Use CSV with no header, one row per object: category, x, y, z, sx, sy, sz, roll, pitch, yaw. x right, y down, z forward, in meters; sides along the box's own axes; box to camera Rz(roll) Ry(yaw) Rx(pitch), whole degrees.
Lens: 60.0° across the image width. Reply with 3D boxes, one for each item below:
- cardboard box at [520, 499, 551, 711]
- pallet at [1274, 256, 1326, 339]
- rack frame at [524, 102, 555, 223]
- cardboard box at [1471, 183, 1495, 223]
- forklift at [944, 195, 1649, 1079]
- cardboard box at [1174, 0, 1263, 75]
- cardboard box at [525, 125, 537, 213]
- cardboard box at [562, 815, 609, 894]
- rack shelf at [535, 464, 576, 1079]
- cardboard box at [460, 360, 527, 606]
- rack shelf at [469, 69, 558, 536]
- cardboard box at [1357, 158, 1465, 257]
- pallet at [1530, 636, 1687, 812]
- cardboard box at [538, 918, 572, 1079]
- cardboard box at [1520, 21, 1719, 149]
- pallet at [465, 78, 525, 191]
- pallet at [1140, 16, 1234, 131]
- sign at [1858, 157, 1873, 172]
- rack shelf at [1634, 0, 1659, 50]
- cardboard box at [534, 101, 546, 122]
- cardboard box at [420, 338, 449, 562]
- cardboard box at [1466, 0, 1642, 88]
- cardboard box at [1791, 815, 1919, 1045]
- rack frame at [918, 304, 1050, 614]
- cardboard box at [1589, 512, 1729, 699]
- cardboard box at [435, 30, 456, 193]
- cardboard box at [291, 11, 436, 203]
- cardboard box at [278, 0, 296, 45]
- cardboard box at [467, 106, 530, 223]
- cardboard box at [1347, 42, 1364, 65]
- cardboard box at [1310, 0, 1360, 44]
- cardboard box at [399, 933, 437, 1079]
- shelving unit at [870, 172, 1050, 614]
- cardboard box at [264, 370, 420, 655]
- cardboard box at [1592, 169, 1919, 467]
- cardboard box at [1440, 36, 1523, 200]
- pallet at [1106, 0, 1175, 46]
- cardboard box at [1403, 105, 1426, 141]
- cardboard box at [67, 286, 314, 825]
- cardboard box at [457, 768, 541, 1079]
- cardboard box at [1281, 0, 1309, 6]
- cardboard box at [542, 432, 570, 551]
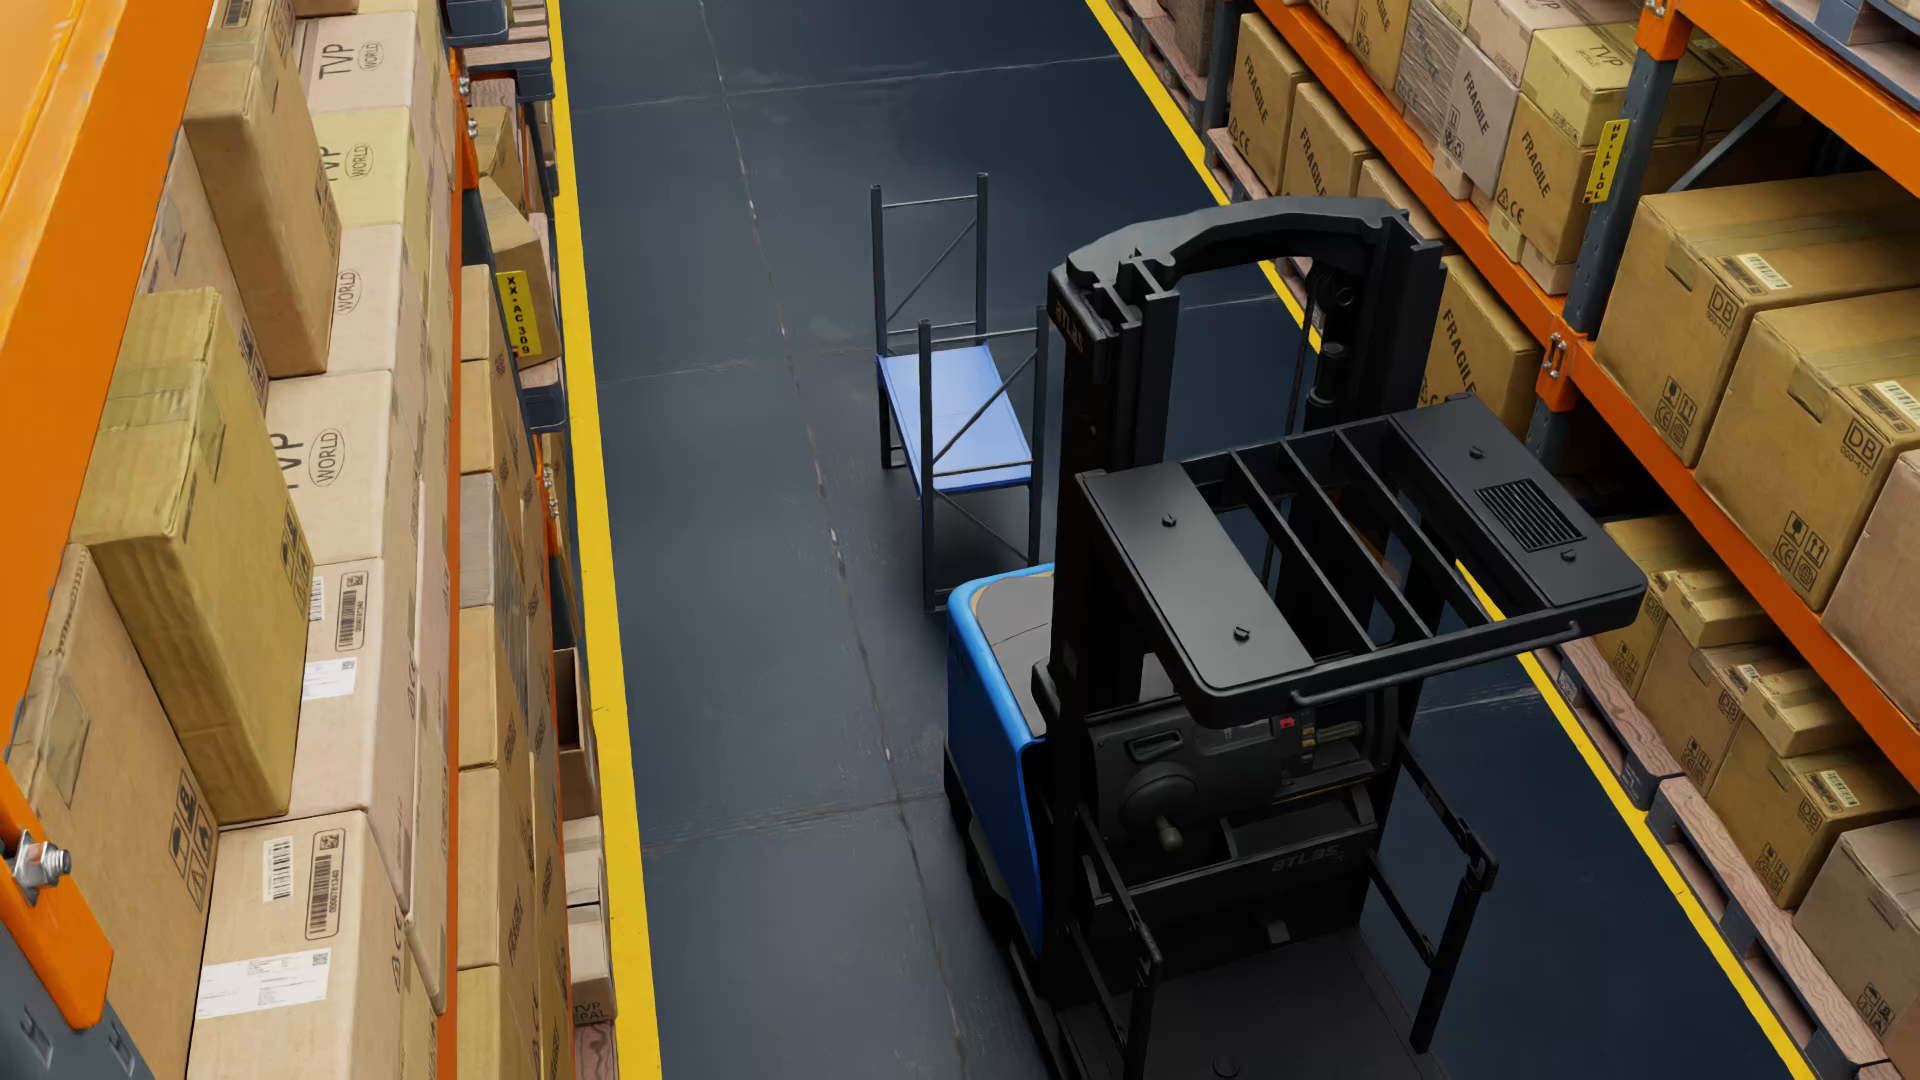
cardboard box,-1.505,0.252,4.913,0.500,0.500,0.500,-7,42,-8
pallet,2.354,-1.283,8.818,1.003,0.211,1.213,-8,42,-9
rack frame,-2.839,-2.925,8.567,1.000,3.000,0.127,-8,42,-9
cardboard box,2.422,-1.471,7.103,0.380,0.149,0.250,-7,42,-8
forklift,0.880,0.693,4.544,1.130,2.935,3.031,-12,43,-13
cardboard box,1.791,-3.326,10.571,0.700,0.500,0.500,-8,42,-9
cardboard box,-2.392,-1.827,8.317,0.500,0.250,0.500,-7,42,-8
cardboard box,-1.436,1.133,5.812,0.380,0.149,0.250,-8,42,-9
rack shelf,-1.544,1.233,4.425,1.077,0.370,4.000,-8,42,-9
cardboard box,-1.500,-0.121,4.580,0.500,0.500,0.500,-9,42,-10
rack shelf,-2.407,-1.359,7.346,1.077,0.370,4.000,-8,42,-9
cardboard box,2.399,-1.376,8.125,0.750,0.750,0.750,-7,42,-8
pallet,2.948,0.503,6.806,1.003,0.211,1.213,-8,42,-9
cardboard box,-1.173,1.239,3.802,0.500,0.500,0.500,-8,42,-9
cardboard box,2.510,-1.747,6.361,0.500,0.250,0.500,-7,42,-8
pallet,-2.415,-1.593,7.212,1.003,0.211,1.213,-8,42,-9
pallet,1.830,-3.101,10.866,1.003,0.211,1.213,-8,42,-9
sign,3.402,-1.478,6.226,0.100,0.325,0.005,-8,42,-9
rack shelf,2.429,-3.193,7.152,1.077,0.370,4.000,-8,42,-9
cardboard box,-2.665,-2.645,9.584,0.500,0.311,0.500,-7,42,-8
cardboard box,-1.294,-0.147,3.292,0.500,0.250,0.500,-8,42,-9
cardboard box,2.409,-2.080,6.736,0.500,0.250,0.500,-7,42,-8
cardboard box,3.258,1.237,5.446,0.700,0.500,0.500,-10,42,-11
rack frame,0.091,-0.287,6.725,0.500,1.500,0.032,-8,42,-9
cardboard box,2.922,0.233,6.576,0.700,0.500,0.500,-8,42,-9
cardboard box,-1.611,-1.121,4.388,0.500,0.250,0.500,-8,42,-9
cardboard box,-1.501,-0.984,3.857,0.500,0.250,0.500,-8,42,-9
cardboard box,-1.864,-1.211,3.548,0.700,0.500,0.500,-8,42,-9
cardboard box,-2.070,-1.302,6.348,0.700,0.500,0.500,-2,42,-2
cardboard box,2.147,-2.474,8.234,0.380,0.149,0.250,-8,42,-9
cardboard box,2.062,-2.779,8.089,0.500,0.500,0.500,-9,42,-9
cardboard box,-0.975,0.826,2.196,0.500,0.250,0.500,-8,42,-9
shelving unit,-0.018,-0.616,7.096,0.538,1.500,1.048,-8,42,-9
cardboard box,-1.184,-0.011,2.761,0.500,0.250,0.500,-8,42,-9
cardboard box,2.962,-0.803,5.950,0.980,0.700,0.700,-8,42,-9
cardboard box,2.395,-1.793,6.977,0.500,0.500,0.500,-8,42,-9
pallet,1.570,-3.890,11.755,1.003,0.211,1.213,-8,42,-9
cardboard box,2.280,-1.966,7.661,0.380,0.149,0.250,-9,42,-10
cardboard box,-1.264,0.061,2.116,0.700,0.500,0.500,-8,42,-9
cardboard box,-1.174,0.861,3.474,0.500,0.500,0.500,-8,42,-9
cardboard box,1.863,-2.955,8.775,0.380,0.149,0.250,-7,42,-8
cardboard box,-1.968,-0.254,7.110,0.500,0.500,0.500,-8,42,-9
